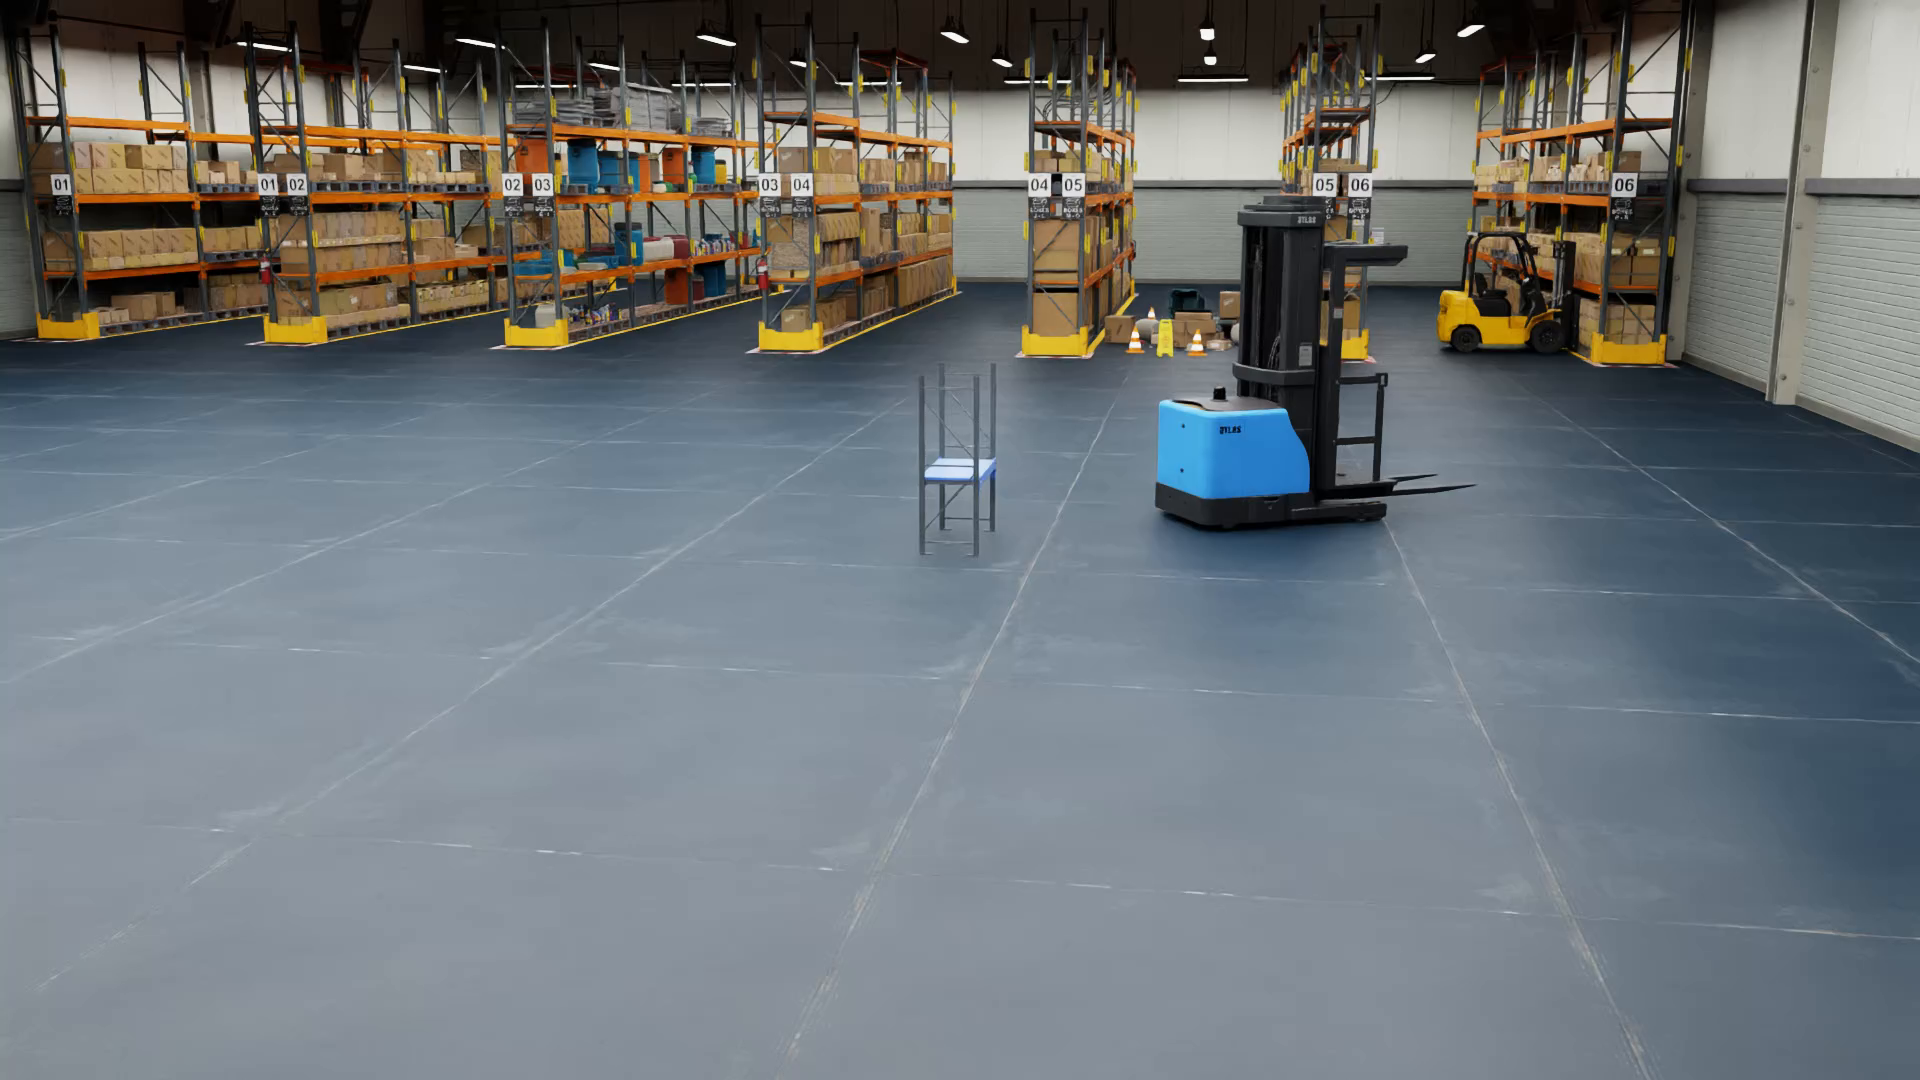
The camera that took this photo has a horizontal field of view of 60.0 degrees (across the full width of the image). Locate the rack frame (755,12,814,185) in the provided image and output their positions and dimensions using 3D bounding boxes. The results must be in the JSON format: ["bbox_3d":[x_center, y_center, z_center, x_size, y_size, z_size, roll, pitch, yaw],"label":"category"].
[{"bbox_3d":[-3.164,-7.956,30.048,1.000,3.000,0.127,2,12,9],"label":"rack frame"}]

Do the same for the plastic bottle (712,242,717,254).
[{"bbox_3d":[-6.143,-7.271,41.406,0.152,0.276,0.135,2,12,9],"label":"plastic bottle"}]

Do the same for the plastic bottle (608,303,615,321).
[{"bbox_3d":[-7.286,-4.753,34.671,0.144,0.351,0.185,1,12,6],"label":"plastic bottle"}]

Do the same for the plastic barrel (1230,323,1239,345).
[{"bbox_3d":[5.450,-3.921,31.685,0.421,0.421,0.512,-10,16,-40],"label":"plastic barrel"}]

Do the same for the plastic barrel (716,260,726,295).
[{"bbox_3d":[-6.313,-6.748,42.670,0.600,0.901,0.708,2,12,9],"label":"plastic barrel"}]

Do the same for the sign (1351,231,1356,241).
[{"bbox_3d":[7.781,-5.942,32.889,0.100,0.325,0.005,2,12,9],"label":"sign"}]

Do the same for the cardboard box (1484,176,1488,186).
[{"bbox_3d":[13.451,-9.006,41.694,0.500,0.250,0.500,2,12,8],"label":"cardboard box"}]

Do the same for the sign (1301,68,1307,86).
[{"bbox_3d":[6.694,-9.018,32.385,0.100,0.325,0.005,2,12,9],"label":"sign"}]

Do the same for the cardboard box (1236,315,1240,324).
[{"bbox_3d":[5.734,-4.135,32.487,0.500,0.500,0.500,-10,16,-40],"label":"cardboard box"}]

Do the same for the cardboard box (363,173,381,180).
[{"bbox_3d":[-12.252,-7.535,34.482,0.380,0.149,0.250,2,12,9],"label":"cardboard box"}]

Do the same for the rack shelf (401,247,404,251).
[{"bbox_3d":[-15.694,-8.067,46.513,1.077,0.370,4.000,2,12,9],"label":"rack shelf"}]

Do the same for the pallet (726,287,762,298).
[{"bbox_3d":[-5.952,-6.727,45.208,1.003,0.211,1.213,2,12,9],"label":"pallet"}]

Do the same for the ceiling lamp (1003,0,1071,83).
[{"bbox_3d":[2.215,-14.616,47.100,2.000,3.185,0.800,2,12,9],"label":"ceiling lamp"}]

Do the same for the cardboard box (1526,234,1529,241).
[{"bbox_3d":[12.424,-6.516,35.833,0.380,0.149,0.250,2,12,10],"label":"cardboard box"}]

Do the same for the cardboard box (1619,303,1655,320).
[{"bbox_3d":[11.795,-3.986,29.024,0.500,0.250,0.500,2,12,8],"label":"cardboard box"}]

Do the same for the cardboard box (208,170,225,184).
[{"bbox_3d":[-16.974,-8.205,37.538,0.500,0.311,0.500,2,12,10],"label":"cardboard box"}]

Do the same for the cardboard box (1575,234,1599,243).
[{"bbox_3d":[11.671,-5.613,30.936,0.380,0.149,0.250,2,12,8],"label":"cardboard box"}]

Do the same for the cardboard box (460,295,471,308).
[{"bbox_3d":[-11.717,-5.542,38.618,0.500,0.250,0.500,2,12,10],"label":"cardboard box"}]

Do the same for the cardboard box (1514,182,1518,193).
[{"bbox_3d":[12.756,-7.924,37.376,0.500,0.250,0.500,2,12,9],"label":"cardboard box"}]

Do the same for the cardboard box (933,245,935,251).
[{"bbox_3d":[-0.864,-7.558,43.042,0.380,0.149,0.250,2,12,11],"label":"cardboard box"}]

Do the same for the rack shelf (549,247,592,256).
[{"bbox_3d":[-10.798,-7.907,45.772,1.077,0.370,4.000,2,12,9],"label":"rack shelf"}]

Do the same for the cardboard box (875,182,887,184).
[{"bbox_3d":[-1.907,-7.766,36.646,0.500,0.250,0.500,2,12,10],"label":"cardboard box"}]

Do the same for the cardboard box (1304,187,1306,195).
[{"bbox_3d":[6.668,-6.556,31.268,0.380,0.149,0.250,2,12,8],"label":"cardboard box"}]

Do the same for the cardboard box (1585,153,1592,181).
[{"bbox_3d":[11.745,-6.743,30.064,0.797,0.503,0.637,2,12,10],"label":"cardboard box"}]

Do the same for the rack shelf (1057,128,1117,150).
[{"bbox_3d":[2.645,-8.476,35.119,1.077,0.370,4.000,2,12,9],"label":"rack shelf"}]

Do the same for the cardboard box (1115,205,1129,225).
[{"bbox_3d":[4.131,-8.427,43.161,0.500,0.500,0.500,1,12,7],"label":"cardboard box"}]

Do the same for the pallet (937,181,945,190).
[{"bbox_3d":[-0.992,-9.367,43.929,1.003,0.211,1.213,2,12,9],"label":"pallet"}]

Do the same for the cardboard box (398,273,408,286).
[{"bbox_3d":[-15.704,-7.243,45.917,0.700,0.500,0.500,2,12,8],"label":"cardboard box"}]

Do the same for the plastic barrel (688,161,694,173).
[{"bbox_3d":[-6.704,-8.961,40.513,0.433,0.535,0.433,0,12,0],"label":"plastic barrel"}]

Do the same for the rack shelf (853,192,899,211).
[{"bbox_3d":[-2.241,-7.387,36.236,1.077,0.370,4.000,2,12,9],"label":"rack shelf"}]

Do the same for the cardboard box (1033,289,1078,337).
[{"bbox_3d":[1.761,-4.151,30.682,0.875,0.875,0.875,2,12,9],"label":"cardboard box"}]

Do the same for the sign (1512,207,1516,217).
[{"bbox_3d":[14.540,-8.571,43.645,0.100,0.325,0.005,2,12,9],"label":"sign"}]

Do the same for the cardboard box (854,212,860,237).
[{"bbox_3d":[-2.346,-6.436,33.921,0.500,0.500,0.500,2,12,9],"label":"cardboard box"}]

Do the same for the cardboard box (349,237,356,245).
[{"bbox_3d":[-12.482,-6.054,33.686,0.380,0.149,0.250,2,12,8],"label":"cardboard box"}]

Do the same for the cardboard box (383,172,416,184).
[{"bbox_3d":[-12.232,-7.904,36.286,0.500,0.250,0.500,3,13,15],"label":"cardboard box"}]

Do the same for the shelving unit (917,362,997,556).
[{"bbox_3d":[-0.013,-0.715,14.253,0.538,1.500,1.048,2,12,9],"label":"shelving unit"}]

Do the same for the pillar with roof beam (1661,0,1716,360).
[{"bbox_3d":[8.278,-7.730,29.000,9.100,9.000,0.548,2,12,9],"label":"pillar with roof beam"}]

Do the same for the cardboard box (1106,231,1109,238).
[{"bbox_3d":[3.215,-6.971,37.906,0.380,0.149,0.250,2,12,9],"label":"cardboard box"}]

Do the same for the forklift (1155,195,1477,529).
[{"bbox_3d":[3.404,-1.699,15.418,3.031,2.935,1.130,-4,13,-20],"label":"forklift"}]

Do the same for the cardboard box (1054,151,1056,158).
[{"bbox_3d":[1.556,-7.069,30.524,0.380,0.149,0.250,2,12,10],"label":"cardboard box"}]

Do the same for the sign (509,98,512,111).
[{"bbox_3d":[-11.639,-11.292,43.125,0.100,0.325,0.005,2,12,9],"label":"sign"}]

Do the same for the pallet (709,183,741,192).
[{"bbox_3d":[-6.236,-8.889,41.948,1.213,0.211,1.003,2,12,9],"label":"pallet"}]

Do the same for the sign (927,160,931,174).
[{"bbox_3d":[-0.780,-9.378,41.796,0.100,0.325,0.005,2,12,9],"label":"sign"}]

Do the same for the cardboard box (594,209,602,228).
[{"bbox_3d":[-10.364,-9.006,46.553,0.500,0.500,0.500,2,12,10],"label":"cardboard box"}]

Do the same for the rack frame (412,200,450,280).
[{"bbox_3d":[-15.386,-8.835,48.369,1.000,3.000,0.127,2,12,9],"label":"rack frame"}]

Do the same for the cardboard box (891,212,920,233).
[{"bbox_3d":[-1.408,-7.927,41.537,0.797,0.503,0.637,2,12,7],"label":"cardboard box"}]

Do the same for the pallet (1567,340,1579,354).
[{"bbox_3d":[11.800,-3.592,30.662,1.003,0.211,1.213,2,12,9],"label":"pallet"}]
